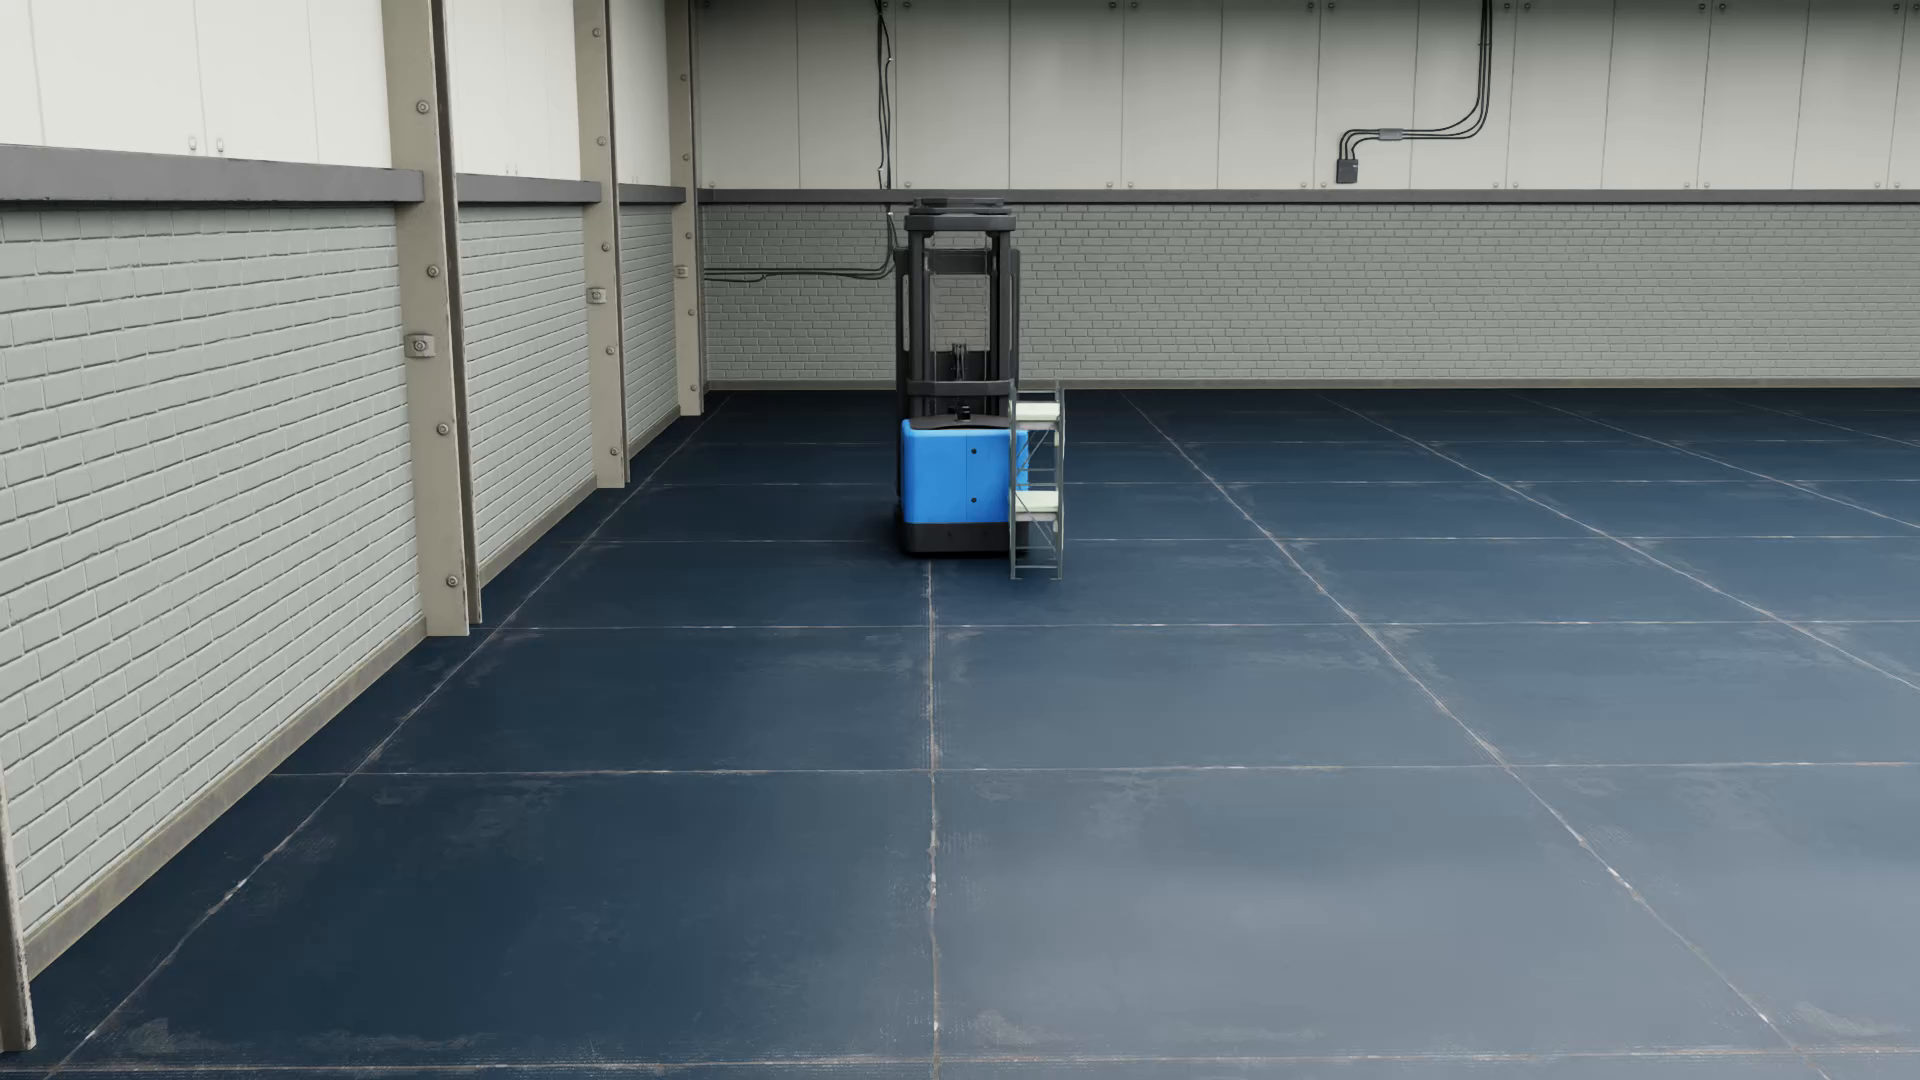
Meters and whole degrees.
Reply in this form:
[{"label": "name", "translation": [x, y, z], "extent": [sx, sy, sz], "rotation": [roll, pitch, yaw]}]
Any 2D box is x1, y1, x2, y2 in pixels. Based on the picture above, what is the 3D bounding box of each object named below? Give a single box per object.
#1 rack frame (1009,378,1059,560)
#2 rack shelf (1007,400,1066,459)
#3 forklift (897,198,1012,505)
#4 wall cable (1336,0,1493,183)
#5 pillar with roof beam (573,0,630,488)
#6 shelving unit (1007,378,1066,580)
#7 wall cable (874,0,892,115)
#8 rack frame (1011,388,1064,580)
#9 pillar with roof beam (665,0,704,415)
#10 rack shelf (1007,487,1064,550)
[{"label": "rack frame", "translation": [0.602, -0.570, 13.595], "extent": [0.400, 1.500, 0.023], "rotation": [0, 11, 0]}, {"label": "rack shelf", "translation": [0.599, -0.879, 13.159], "extent": [0.431, 0.370, 0.720], "rotation": [0, 11, 0]}, {"label": "forklift", "translation": [-0.032, -1.572, 14.938], "extent": [1.121, 2.935, 3.031], "rotation": [-1, 11, -3]}, {"label": "wall cable", "translation": [6.986, -8.475, 25.146], "extent": [2.305, 6.003, 0.169], "rotation": [0, 11, -1]}, {"label": "pillar with roof beam", "translation": [0.661, -5.006, 16.602], "extent": [9.100, 9.000, 0.400], "rotation": [0, 11, -1]}, {"label": "shelving unit", "translation": [0.599, -0.497, 13.236], "extent": [0.431, 1.500, 0.755], "rotation": [0, 11, 0]}, {"label": "wall cable", "translation": [0.199, -7.737, 25.169], "extent": [3.097, 2.526, 0.112], "rotation": [0, 11, -1]}, {"label": "rack frame", "translation": [0.597, -0.424, 12.878], "extent": [0.400, 1.500, 0.023], "rotation": [0, 11, 0]}, {"label": "pillar with roof beam", "translation": [0.537, -6.199, 22.481], "extent": [9.100, 9.000, 0.400], "rotation": [0, 11, -1]}, {"label": "rack shelf", "translation": [0.599, -0.177, 13.301], "extent": [0.431, 0.370, 0.720], "rotation": [0, 11, 0]}]
